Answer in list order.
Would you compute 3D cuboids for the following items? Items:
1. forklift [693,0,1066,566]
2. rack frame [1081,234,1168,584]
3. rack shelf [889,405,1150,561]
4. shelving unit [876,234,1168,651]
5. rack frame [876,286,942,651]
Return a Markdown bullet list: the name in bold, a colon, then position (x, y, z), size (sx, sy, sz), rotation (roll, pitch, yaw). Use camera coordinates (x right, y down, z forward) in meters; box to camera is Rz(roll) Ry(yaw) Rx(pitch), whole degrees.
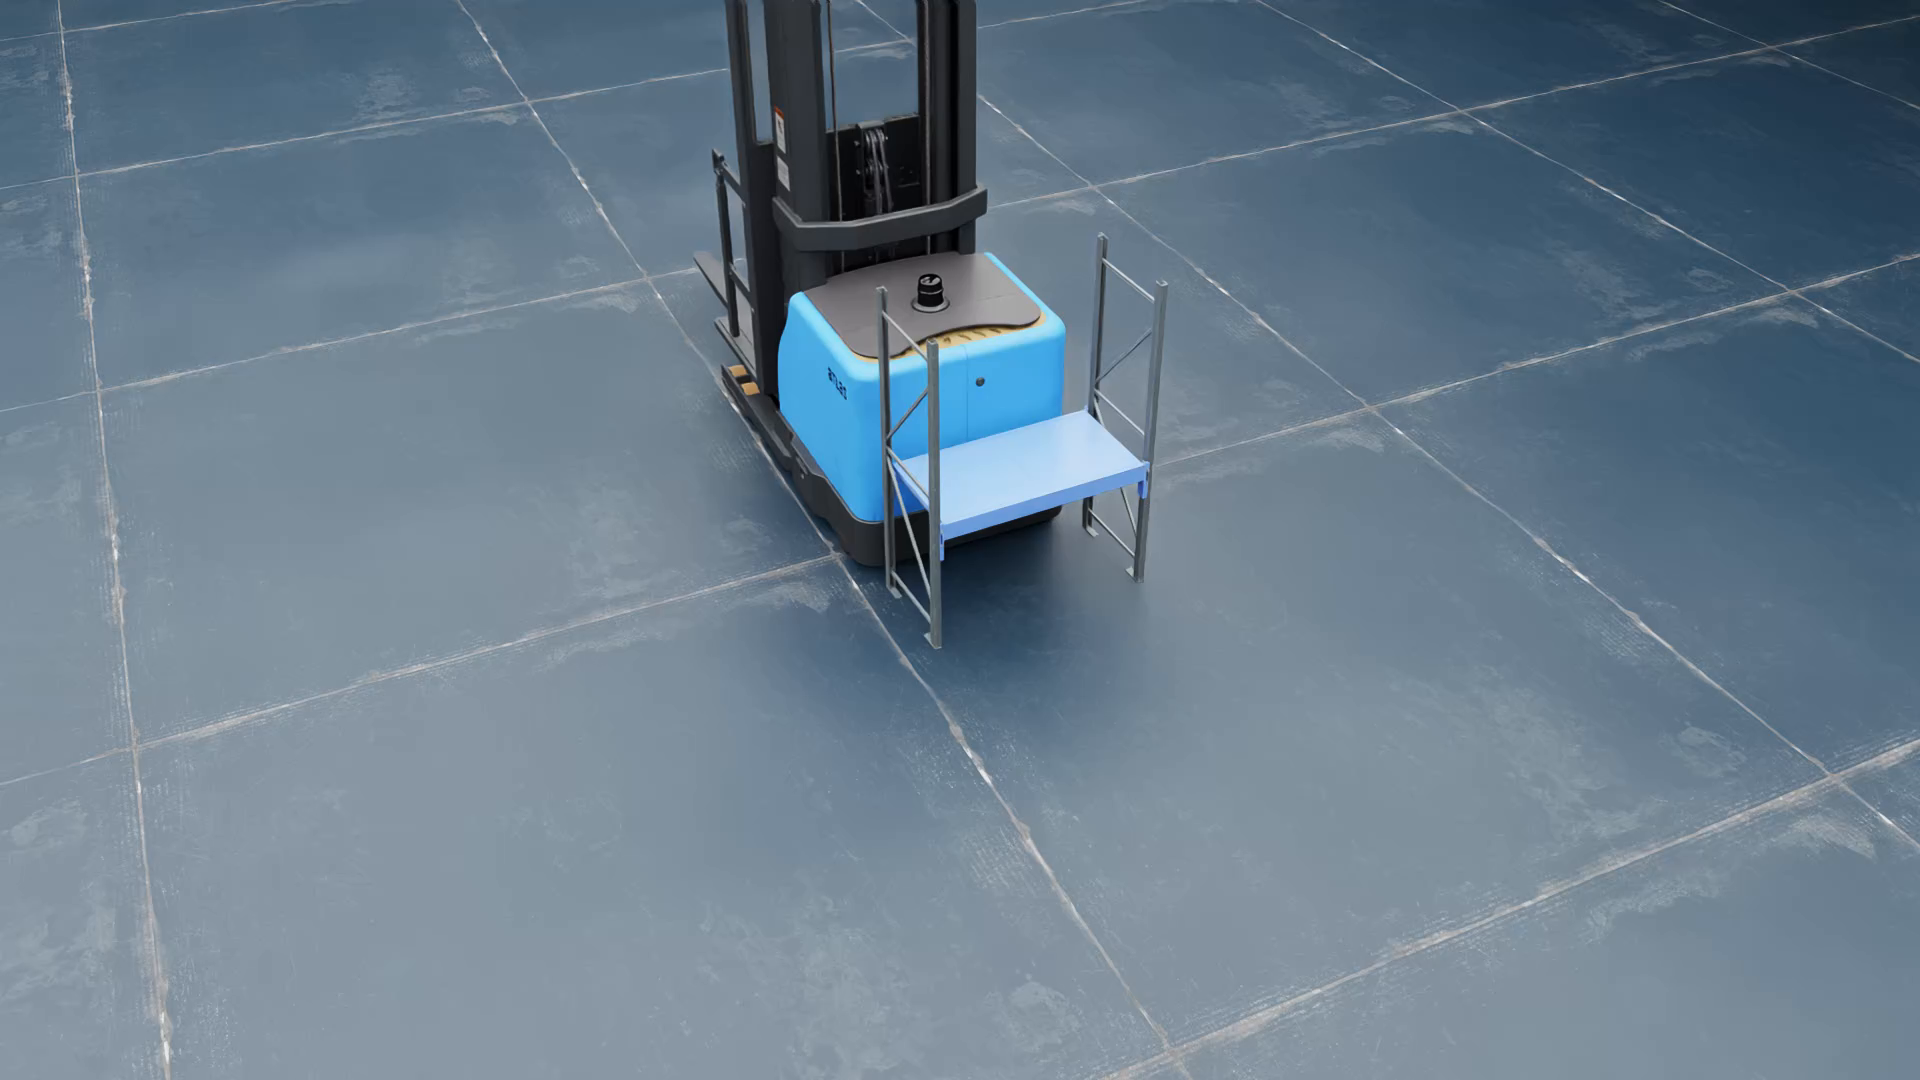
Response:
- **forklift**: position (-0.601, -1.929, 7.890), size (1.130, 2.935, 3.031), rotation (-15, 39, -20)
- **rack frame**: position (0.700, -0.541, 7.220), size (0.032, 1.500, 0.500), rotation (-17, 40, -21)
- **rack shelf**: position (0.247, -0.259, 7.142), size (1.000, 0.185, 0.538), rotation (-17, 40, -21)
- **shelving unit**: position (0.247, -0.403, 7.035), size (1.048, 1.500, 0.538), rotation (-17, 40, -21)
- **rack frame**: position (-0.206, -0.265, 6.849), size (0.032, 1.500, 0.500), rotation (-17, 40, -21)
